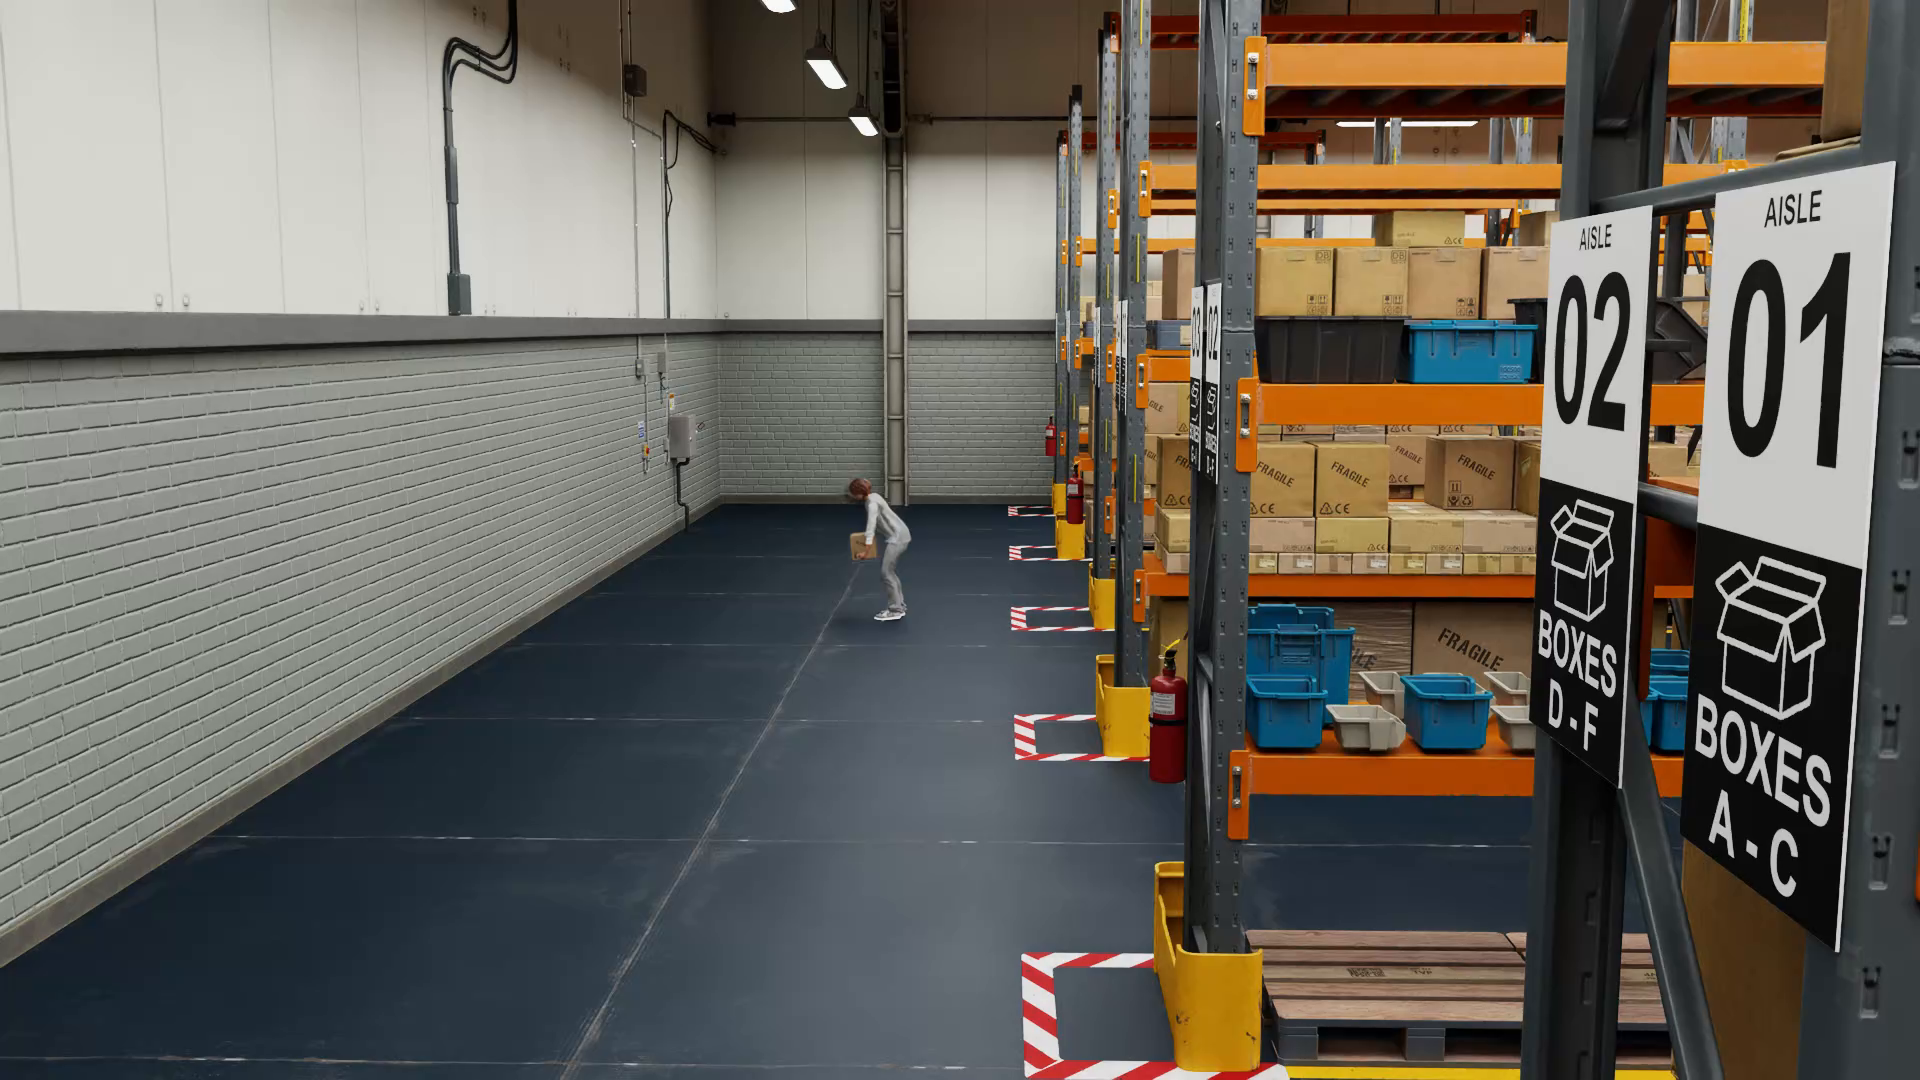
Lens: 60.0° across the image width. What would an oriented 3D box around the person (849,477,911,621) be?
[{"bbox_3d":[-0.819,0.096,17.149,0.636,1.458,0.376,0,7,0],"label":"person"}]
